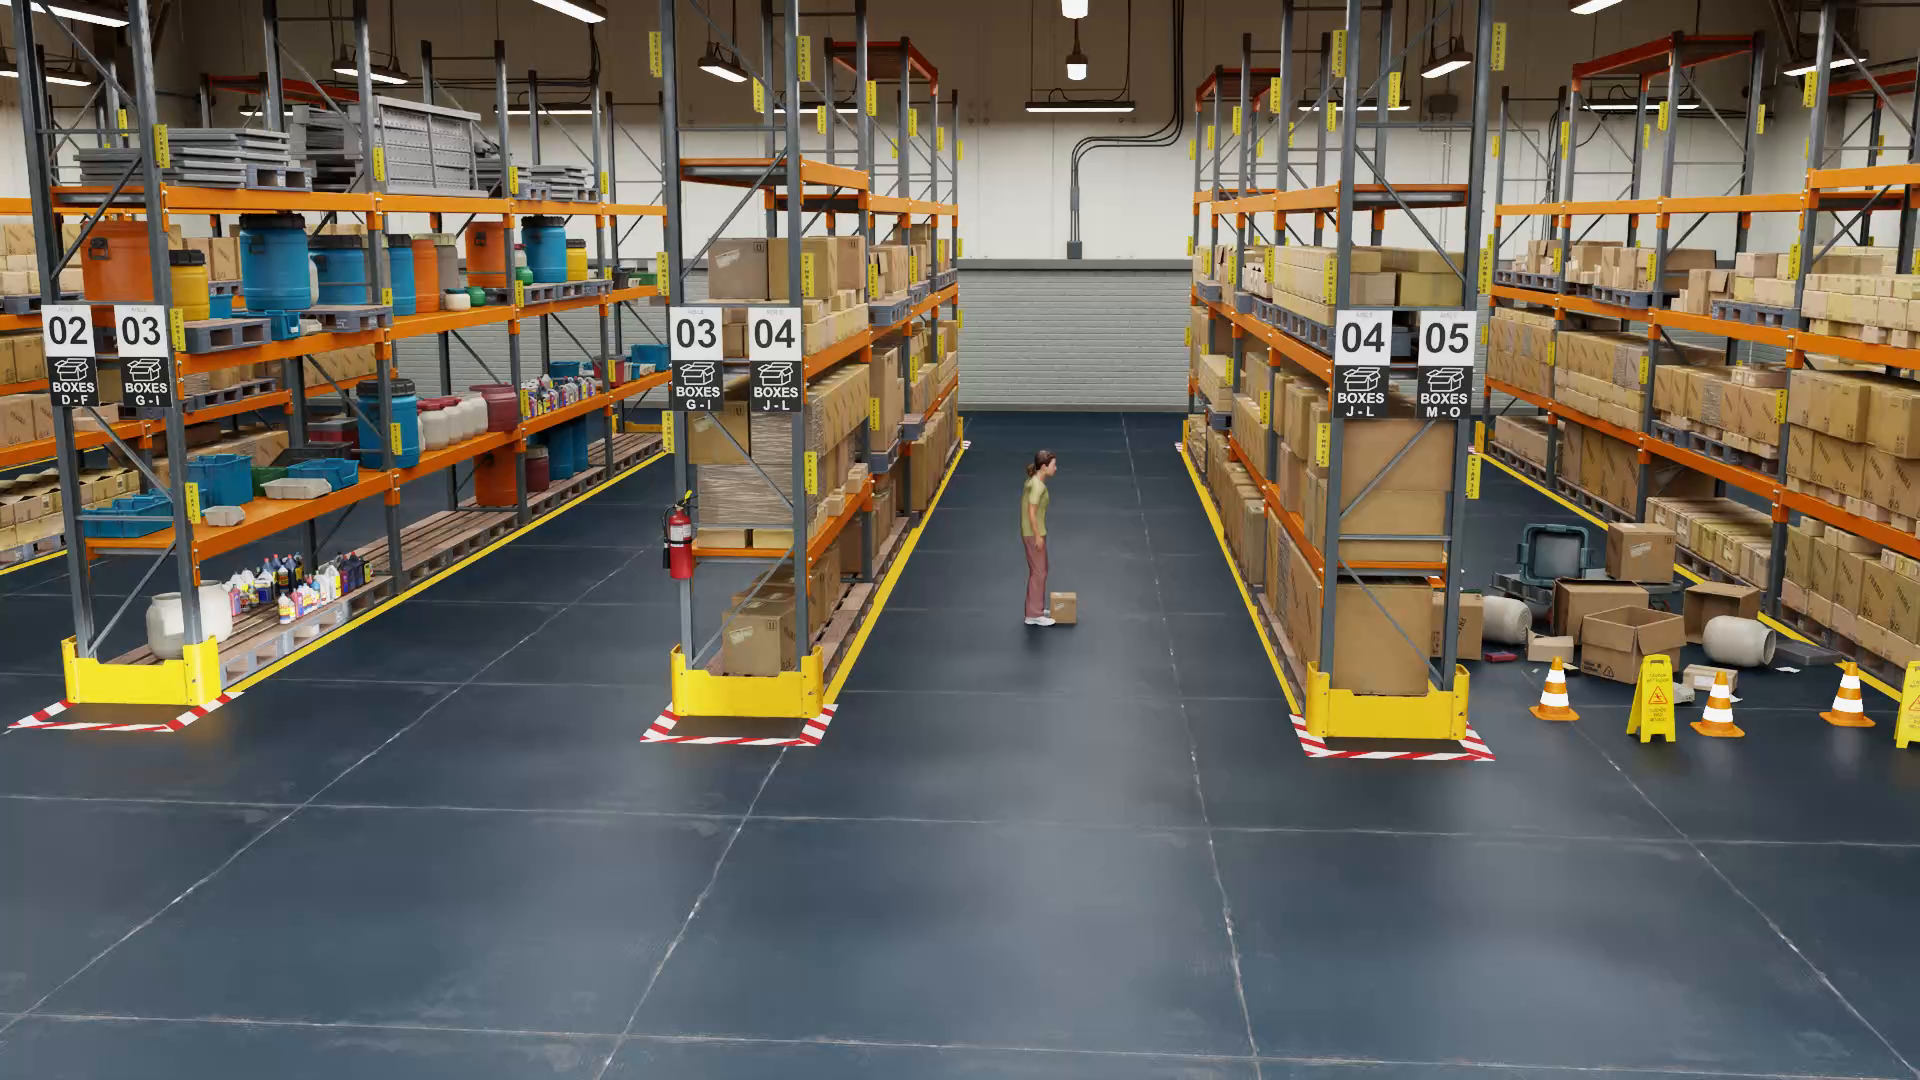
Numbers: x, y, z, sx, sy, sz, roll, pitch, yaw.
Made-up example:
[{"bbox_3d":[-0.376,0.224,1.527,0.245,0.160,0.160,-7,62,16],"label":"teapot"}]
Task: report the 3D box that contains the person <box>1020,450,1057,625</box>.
[{"bbox_3d":[0.760,-0.038,16.129,0.353,1.673,0.502,1,11,3],"label":"person"}]
